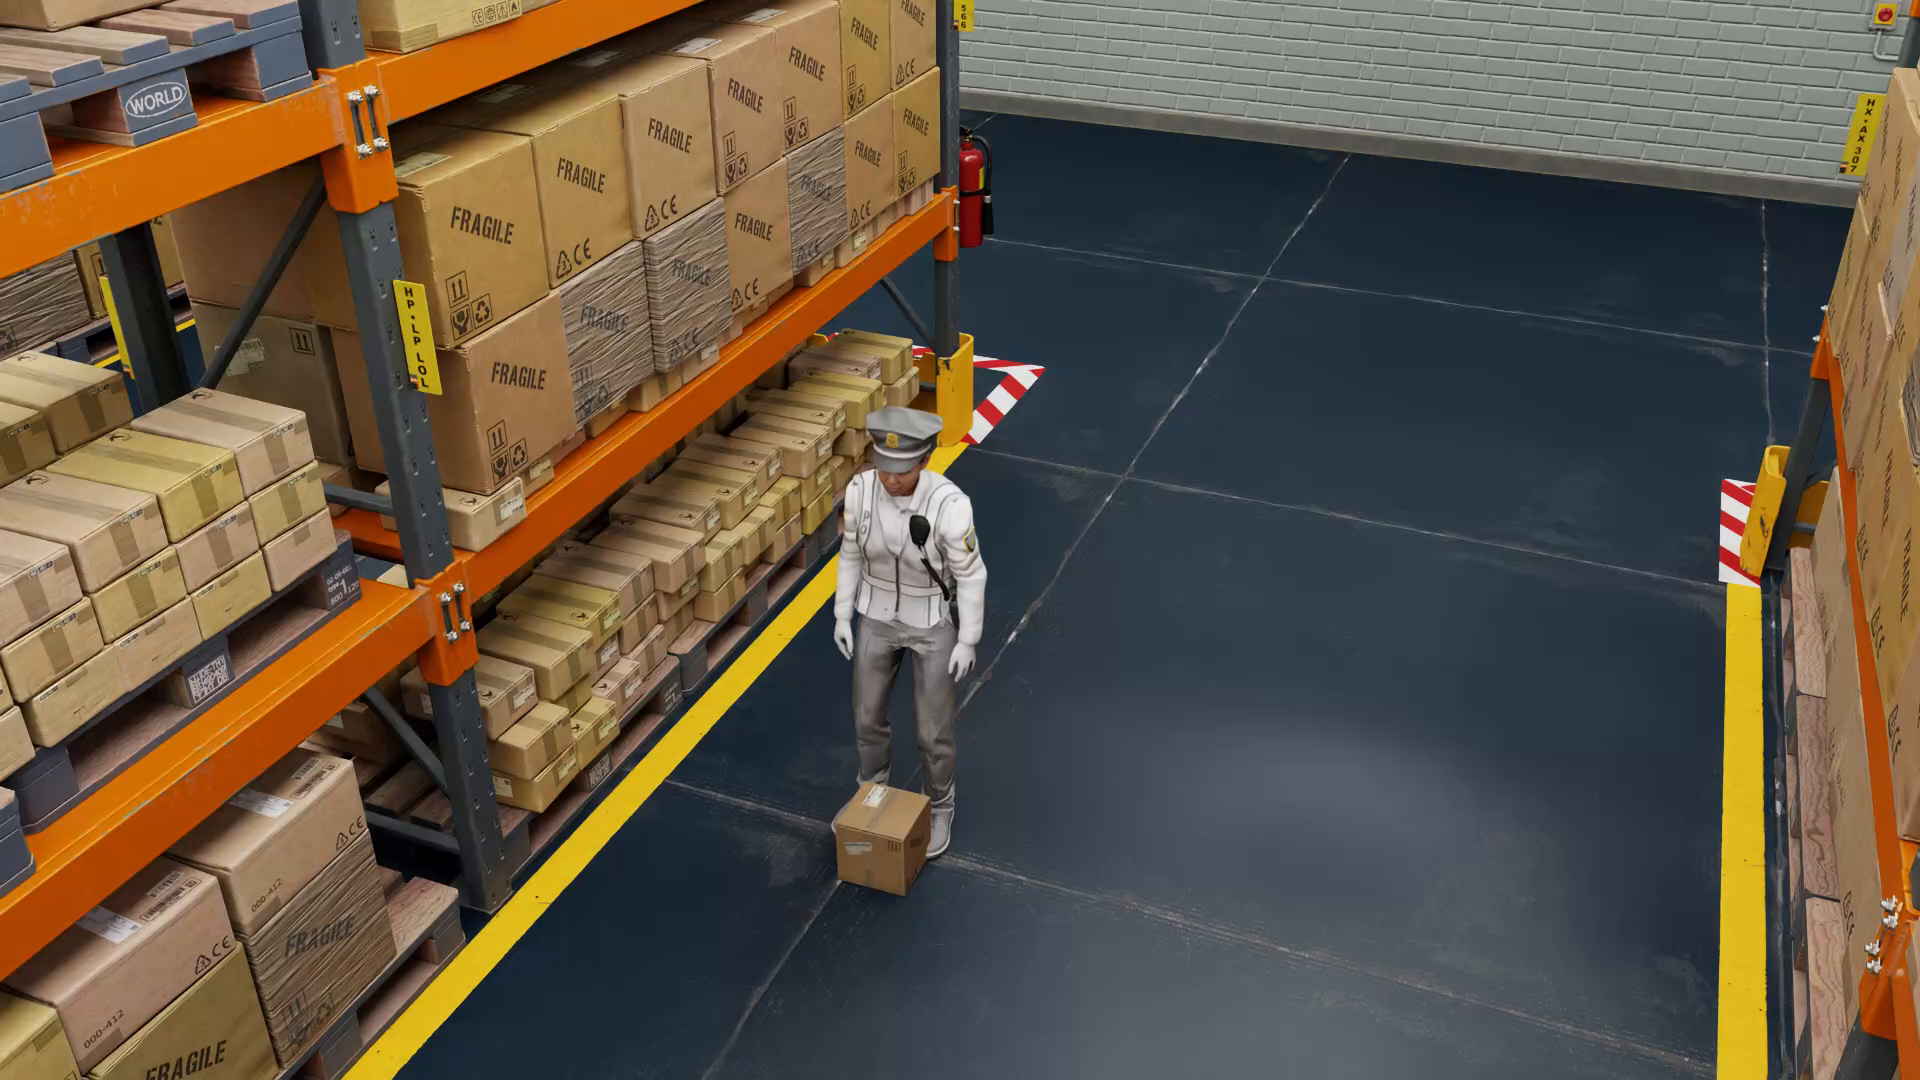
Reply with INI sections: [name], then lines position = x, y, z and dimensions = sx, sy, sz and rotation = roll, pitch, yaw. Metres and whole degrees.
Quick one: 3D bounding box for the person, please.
[person]
position = -0.177, 0.304, 5.595
dimensions = 0.524, 1.662, 0.373
rotation = 10, 31, 17
